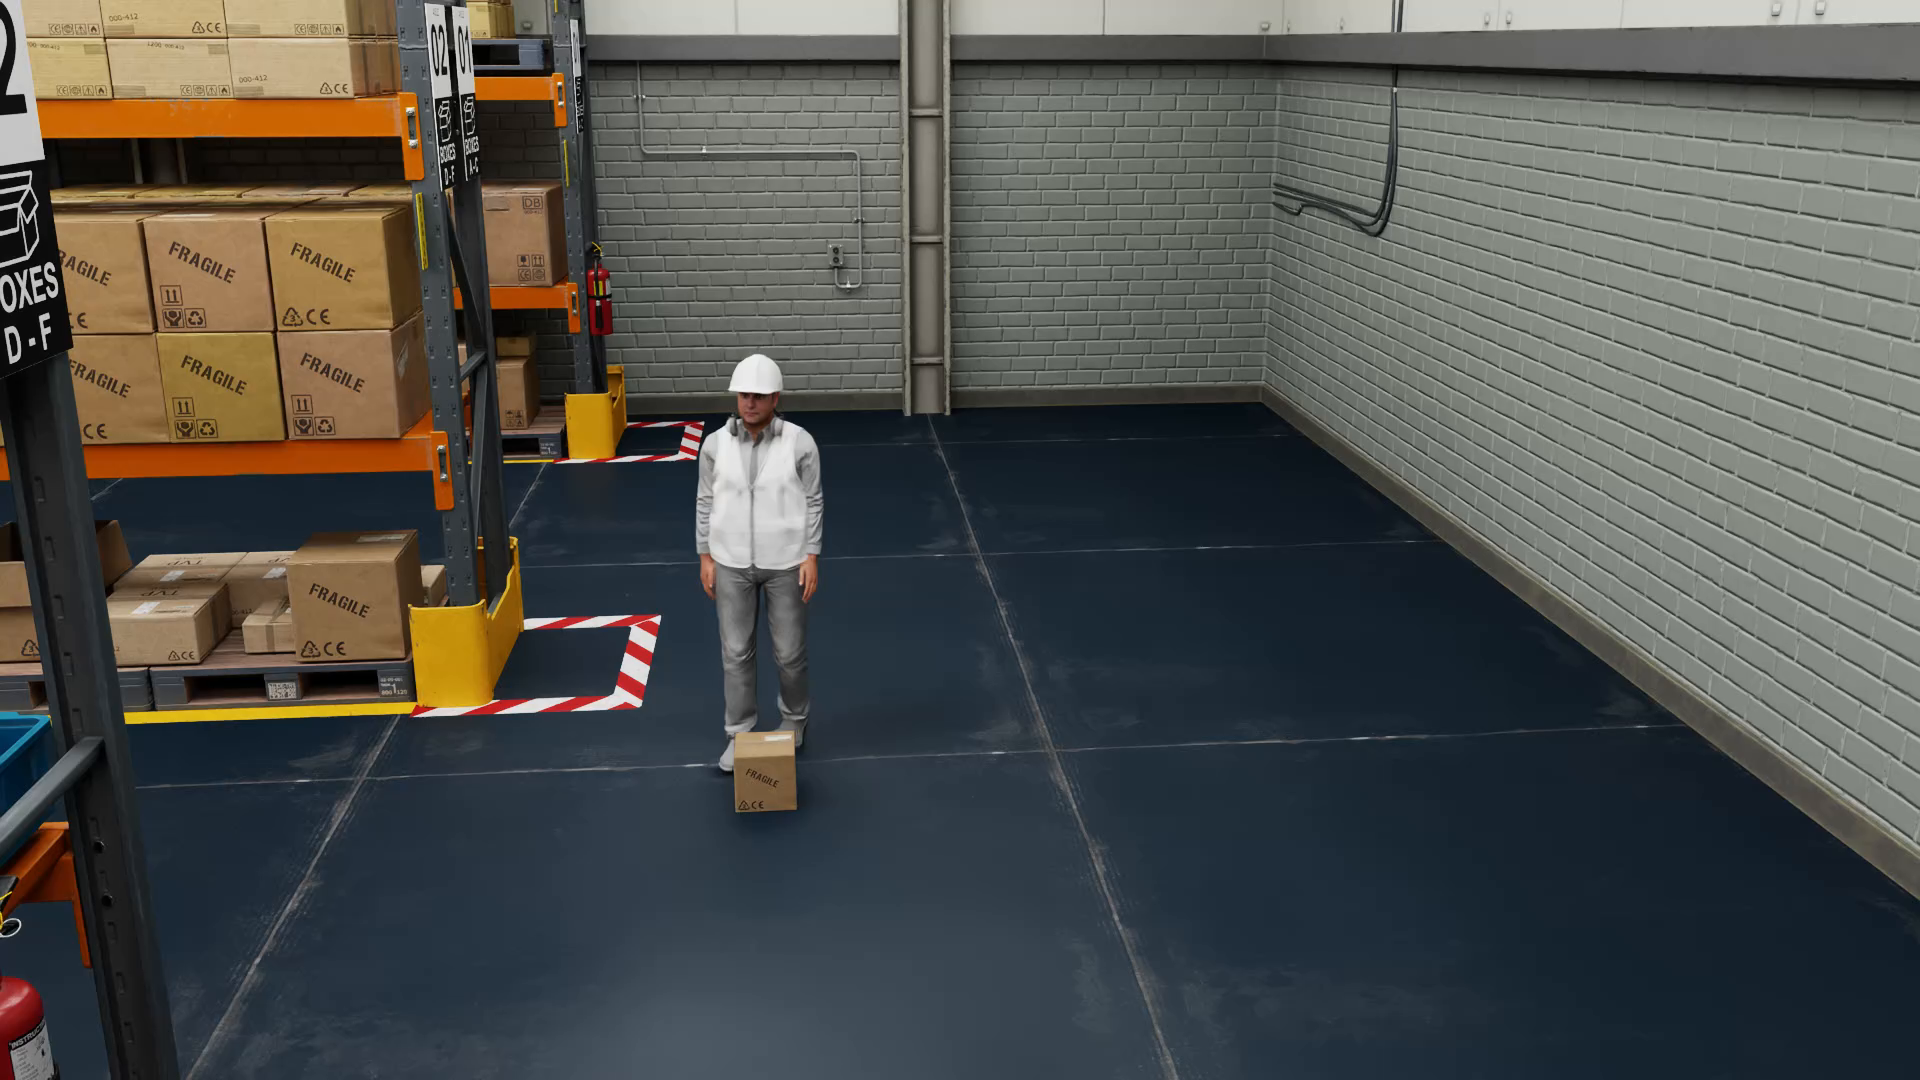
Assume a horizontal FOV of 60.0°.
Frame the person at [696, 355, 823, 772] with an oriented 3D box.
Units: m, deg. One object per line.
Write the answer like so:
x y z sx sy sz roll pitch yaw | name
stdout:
-0.871 0.091 7.162 0.539 1.778 0.533 1 17 4 | person
